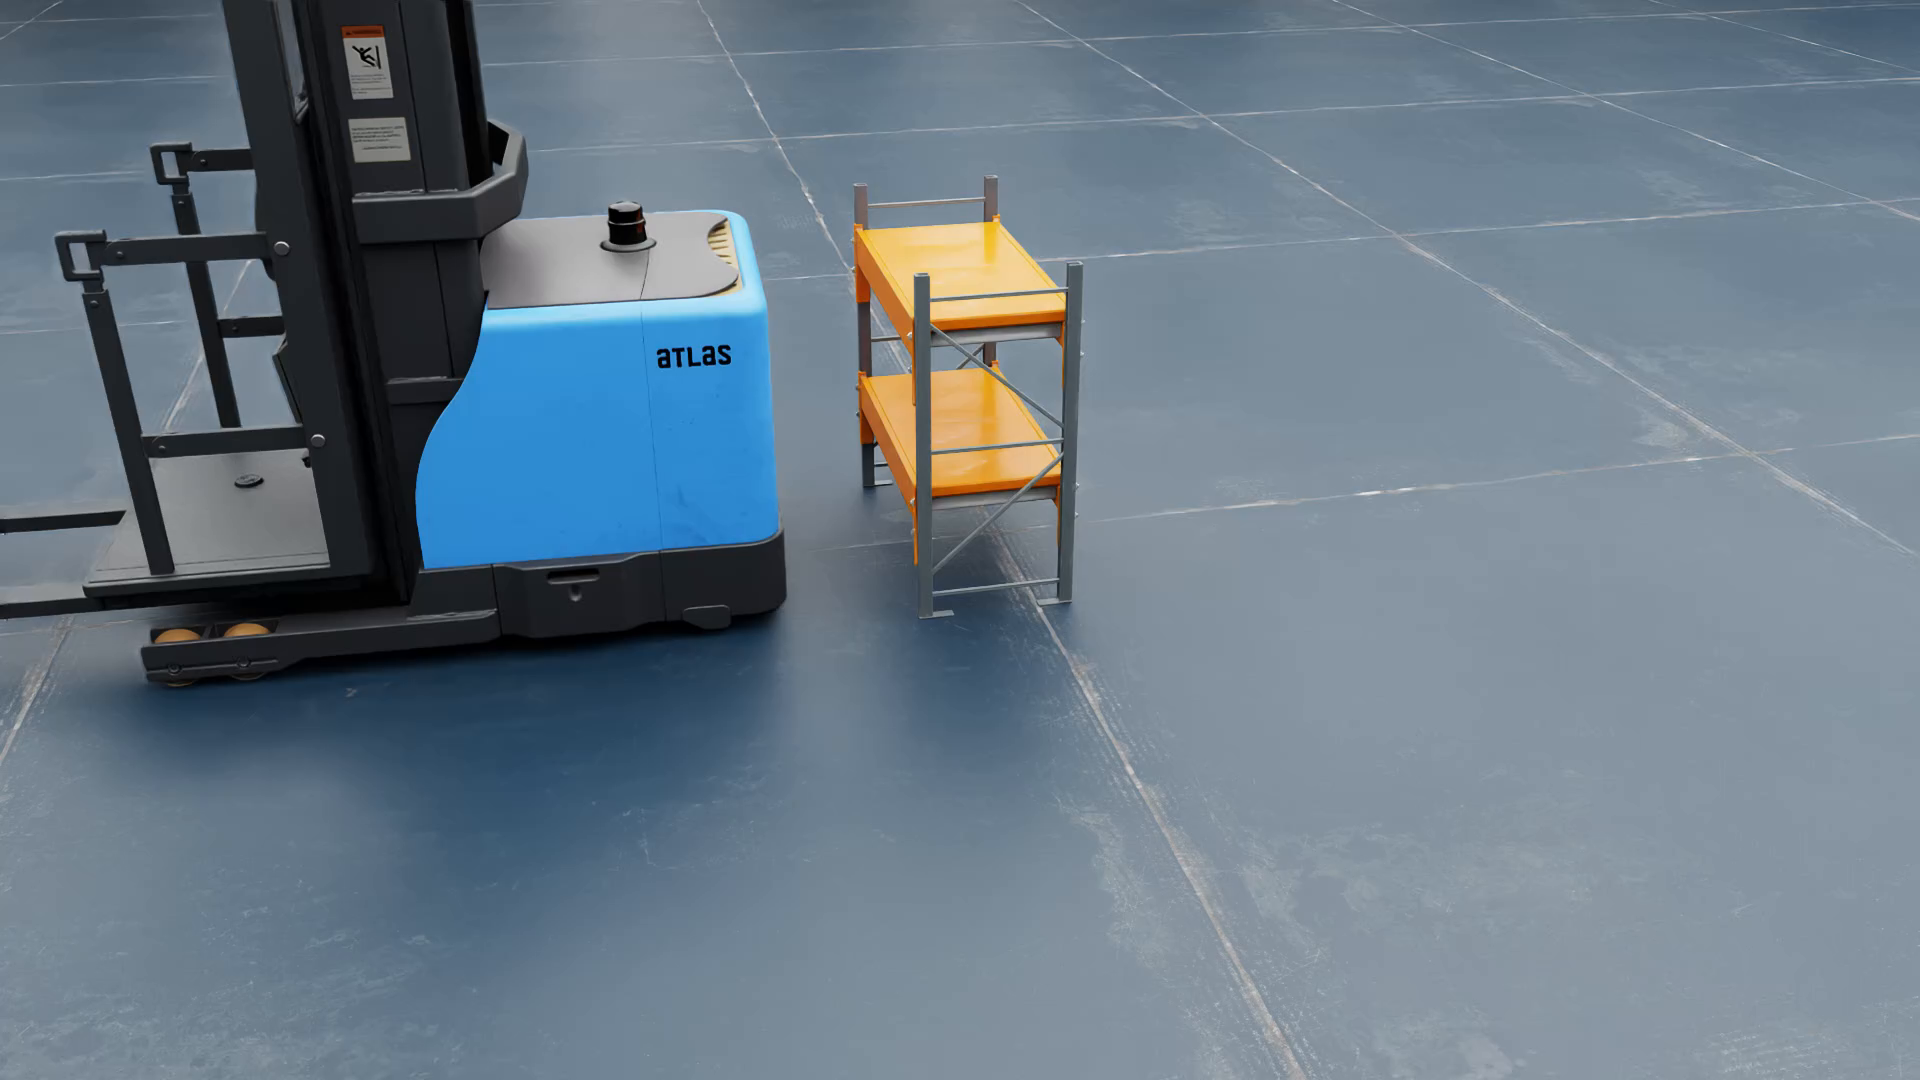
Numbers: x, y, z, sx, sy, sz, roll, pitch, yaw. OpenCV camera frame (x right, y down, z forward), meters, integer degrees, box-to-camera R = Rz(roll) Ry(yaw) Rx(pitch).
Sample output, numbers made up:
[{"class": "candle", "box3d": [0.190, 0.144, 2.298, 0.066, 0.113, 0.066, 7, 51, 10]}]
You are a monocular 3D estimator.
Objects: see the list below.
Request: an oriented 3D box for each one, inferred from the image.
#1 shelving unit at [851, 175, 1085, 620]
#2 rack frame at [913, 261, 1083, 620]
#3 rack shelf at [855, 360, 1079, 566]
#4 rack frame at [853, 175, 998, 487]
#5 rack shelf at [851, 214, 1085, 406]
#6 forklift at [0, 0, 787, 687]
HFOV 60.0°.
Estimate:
[{"class": "shelving unit", "box3d": [-0.002, -0.505, 5.502, 0.538, 1.125, 1.048, -6, 27, -12]}, {"class": "rack frame", "box3d": [0.113, -0.282, 5.060, 0.500, 1.125, 0.032, -6, 27, -12]}, {"class": "rack shelf", "box3d": [-0.002, -0.287, 5.613, 0.538, 0.278, 1.000, -6, 27, -12]}, {"class": "rack frame", "box3d": [-0.116, -0.728, 5.945, 0.500, 1.125, 0.032, -6, 27, -12]}, {"class": "rack shelf", "box3d": [-0.002, -0.766, 5.371, 0.538, 0.278, 1.000, -6, 27, -12]}, {"class": "forklift", "box3d": [-2.112, -1.135, 4.746, 3.031, 2.935, 1.130, -5, 27, -9]}]
